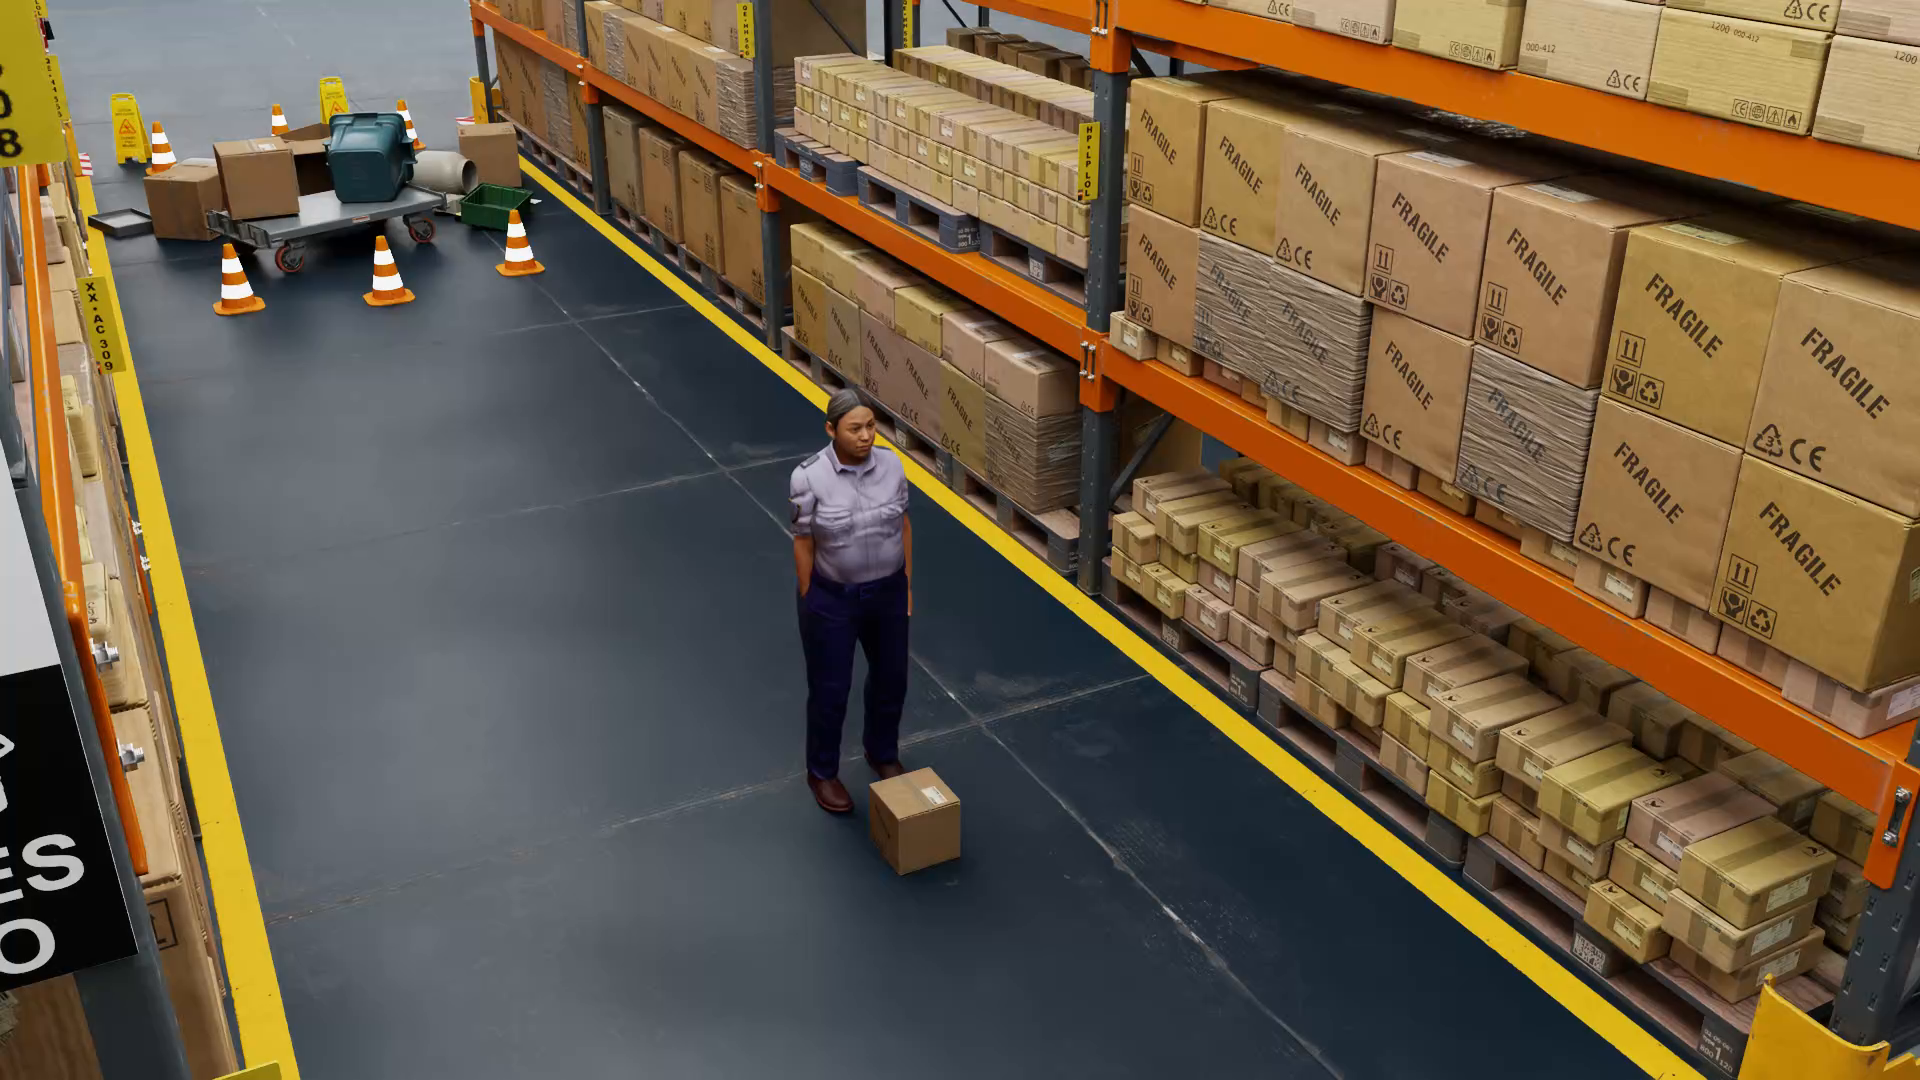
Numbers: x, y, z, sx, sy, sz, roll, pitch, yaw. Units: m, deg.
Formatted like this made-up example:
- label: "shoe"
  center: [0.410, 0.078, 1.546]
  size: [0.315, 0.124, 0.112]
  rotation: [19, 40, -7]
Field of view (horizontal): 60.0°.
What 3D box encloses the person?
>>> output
- label: "person"
  center: [-0.379, 0.237, 6.187]
  size: [0.467, 1.685, 0.350]
  rotation: [-12, 28, -24]
